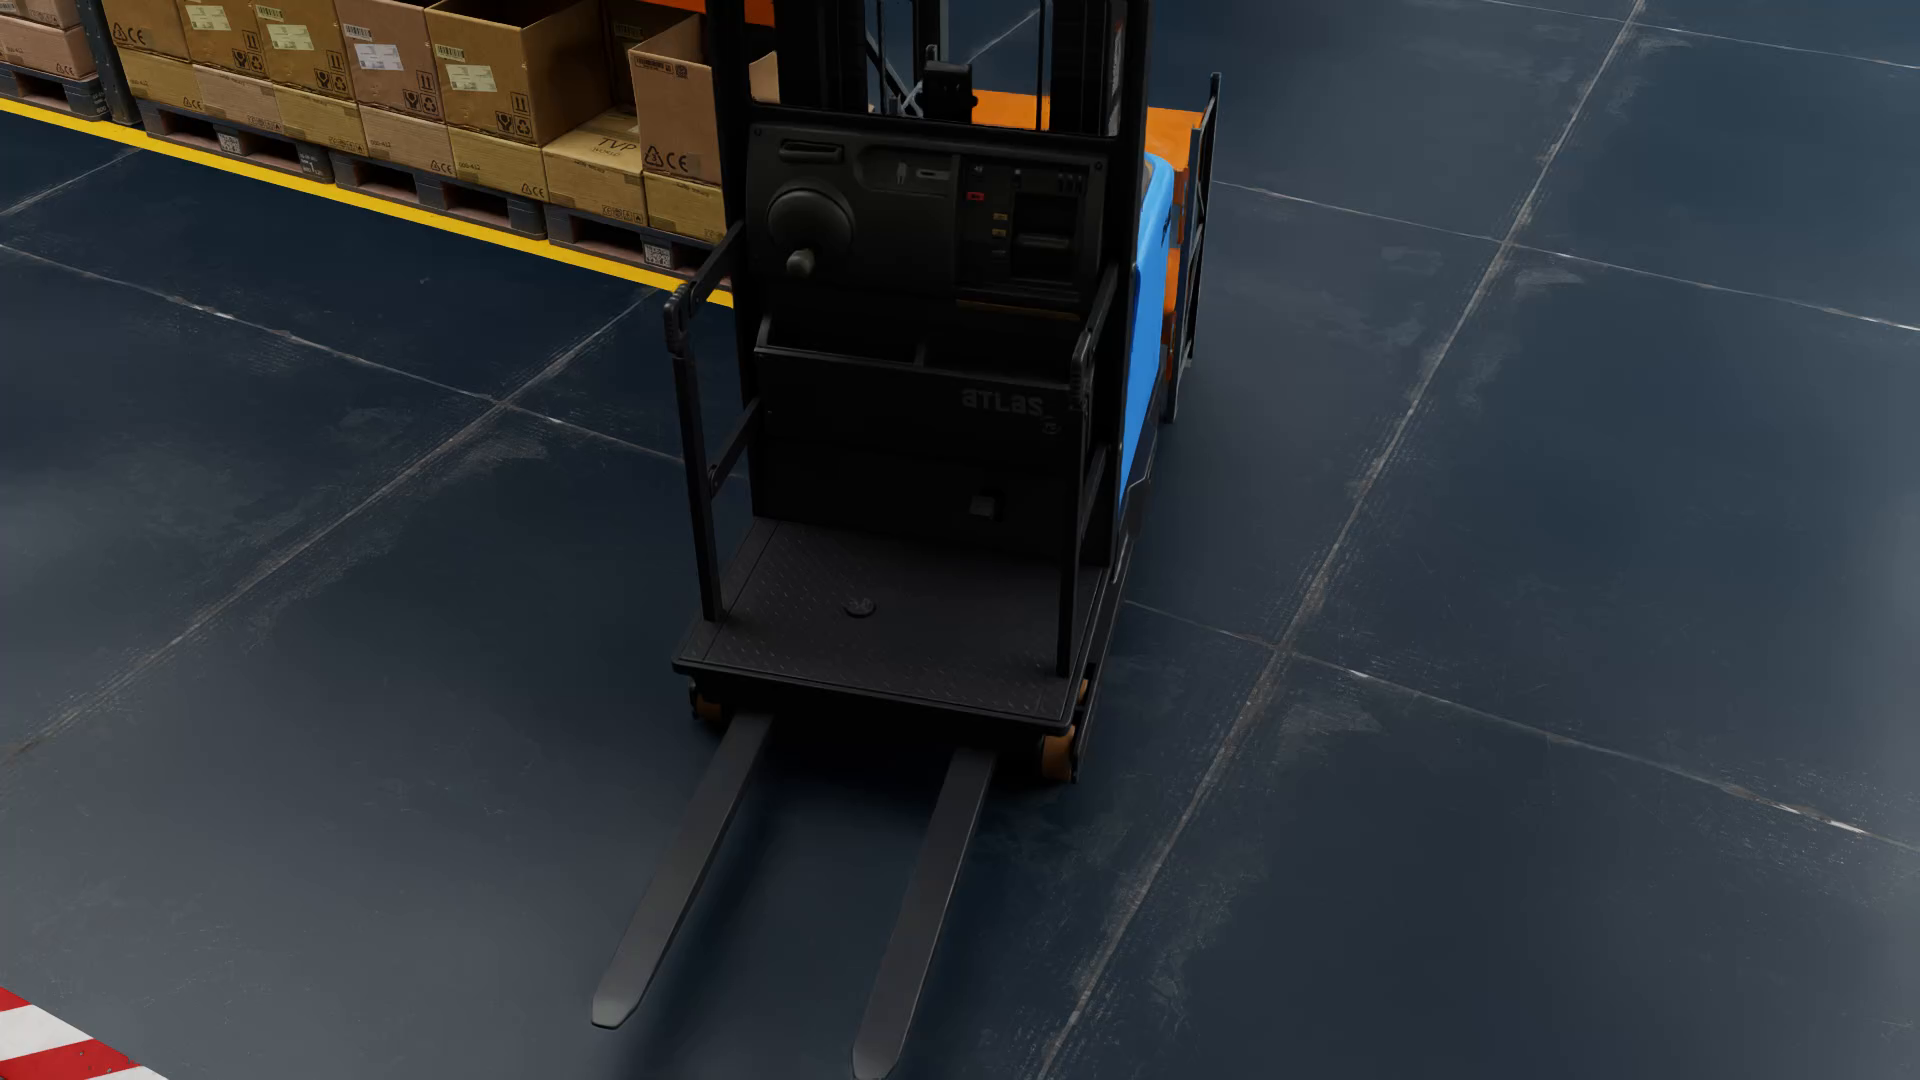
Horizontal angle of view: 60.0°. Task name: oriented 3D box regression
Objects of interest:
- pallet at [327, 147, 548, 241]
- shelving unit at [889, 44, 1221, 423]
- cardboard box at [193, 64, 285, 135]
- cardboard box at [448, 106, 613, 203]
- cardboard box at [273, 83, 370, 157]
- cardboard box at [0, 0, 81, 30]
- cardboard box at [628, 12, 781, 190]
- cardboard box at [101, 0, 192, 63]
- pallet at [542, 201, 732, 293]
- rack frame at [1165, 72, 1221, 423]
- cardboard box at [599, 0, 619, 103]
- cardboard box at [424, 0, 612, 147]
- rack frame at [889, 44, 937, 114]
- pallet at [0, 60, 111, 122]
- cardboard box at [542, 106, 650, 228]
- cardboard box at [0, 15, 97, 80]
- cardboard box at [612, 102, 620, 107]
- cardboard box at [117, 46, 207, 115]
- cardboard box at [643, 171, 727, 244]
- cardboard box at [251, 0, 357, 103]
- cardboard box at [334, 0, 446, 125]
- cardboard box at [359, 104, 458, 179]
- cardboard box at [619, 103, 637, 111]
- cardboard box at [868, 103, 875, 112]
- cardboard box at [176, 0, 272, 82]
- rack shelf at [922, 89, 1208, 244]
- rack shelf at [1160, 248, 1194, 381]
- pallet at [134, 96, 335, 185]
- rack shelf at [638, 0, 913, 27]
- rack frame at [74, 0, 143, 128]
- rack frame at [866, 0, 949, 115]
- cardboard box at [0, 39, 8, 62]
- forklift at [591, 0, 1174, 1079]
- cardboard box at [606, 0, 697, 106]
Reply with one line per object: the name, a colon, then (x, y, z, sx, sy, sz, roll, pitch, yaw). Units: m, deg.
pallet: (-2.105, -1.803, 7.677, 1.213, 0.211, 1.003, 17, 41, 21)
shelving unit: (0.332, -1.100, 5.995, 1.048, 1.125, 0.538, 9, 38, 12)
cardboard box: (-3.165, -2.134, 7.734, 0.500, 0.250, 0.500, 17, 41, 21)
cardboard box: (-1.833, -1.716, 7.184, 0.500, 0.250, 0.500, 17, 41, 21)
cardboard box: (-2.723, -1.992, 7.547, 0.500, 0.250, 0.500, 17, 41, 21)
cardboard box: (-4.370, -2.749, 8.081, 0.500, 0.311, 0.500, 17, 41, 21)
cardboard box: (-0.940, -1.743, 6.599, 0.500, 0.500, 0.500, 17, 41, 21)
cardboard box: (-3.611, -2.569, 7.687, 0.500, 0.500, 0.500, 17, 41, 21)
pallet: (-1.025, -1.463, 7.229, 1.213, 0.211, 1.003, 17, 41, 21)
rack frame: (0.824, -1.022, 5.892, 0.032, 1.125, 0.500, 9, 38, 12)
cardboard box: (-1.596, -2.293, 7.323, 0.500, 0.500, 0.500, 17, 41, 21)
cardboard box: (-1.835, -2.013, 6.955, 0.500, 0.500, 0.500, 17, 41, 21)
rack frame: (-0.159, -1.178, 6.098, 0.032, 1.125, 0.500, 9, 38, 12)
pallet: (-4.551, -2.569, 8.686, 1.213, 0.211, 1.003, 17, 41, 21)
cardboard box: (-1.389, -1.578, 7.002, 0.500, 0.250, 0.500, 17, 41, 21)
cardboard box: (-4.380, -2.527, 8.252, 0.500, 0.250, 0.500, 17, 40, 21)
cardboard box: (-1.590, -2.000, 7.558, 0.500, 0.250, 0.500, 17, 41, 21)
cardboard box: (-3.607, -2.276, 7.921, 0.500, 0.250, 0.500, 17, 41, 21)
cardboard box: (-0.939, -1.446, 6.827, 0.500, 0.250, 0.500, 17, 41, 21)
cardboard box: (-2.723, -2.291, 7.321, 0.500, 0.500, 0.500, 17, 41, 21)
cardboard box: (-2.278, -2.153, 7.139, 0.500, 0.500, 0.500, 17, 41, 21)
cardboard box: (-2.277, -1.856, 7.368, 0.500, 0.250, 0.500, 17, 41, 21)
cardboard box: (-1.147, -1.861, 7.374, 0.500, 0.250, 0.500, 17, 41, 21)
cardboard box: (-0.701, -1.724, 7.194, 0.500, 0.250, 0.500, 17, 41, 21)
cardboard box: (-3.164, -2.434, 7.509, 0.500, 0.500, 0.500, 17, 41, 21)
rack shelf: (0.333, -1.333, 5.818, 1.000, 0.278, 0.538, 9, 38, 12)
rack shelf: (0.332, -0.905, 6.143, 1.000, 0.278, 0.538, 9, 38, 12)
pallet: (-3.192, -2.141, 8.123, 1.213, 0.211, 1.003, 17, 41, 21)
rack shelf: (-2.103, -2.653, 7.086, 4.000, 0.370, 1.077, 17, 41, 21)
rack frame: (-3.879, -3.495, 7.601, 0.127, 3.000, 1.000, 17, 41, 21)
rack frame: (-0.327, -2.383, 6.135, 0.127, 3.000, 1.000, 17, 41, 21)
cardboard box: (-4.829, -2.669, 8.438, 0.500, 0.250, 0.500, 17, 40, 21)
forklift: (-0.142, -0.758, 4.051, 1.130, 2.935, 3.031, 8, 38, 11)
cardboard box: (-1.146, -2.160, 7.149, 0.500, 0.500, 0.500, 17, 41, 21)
